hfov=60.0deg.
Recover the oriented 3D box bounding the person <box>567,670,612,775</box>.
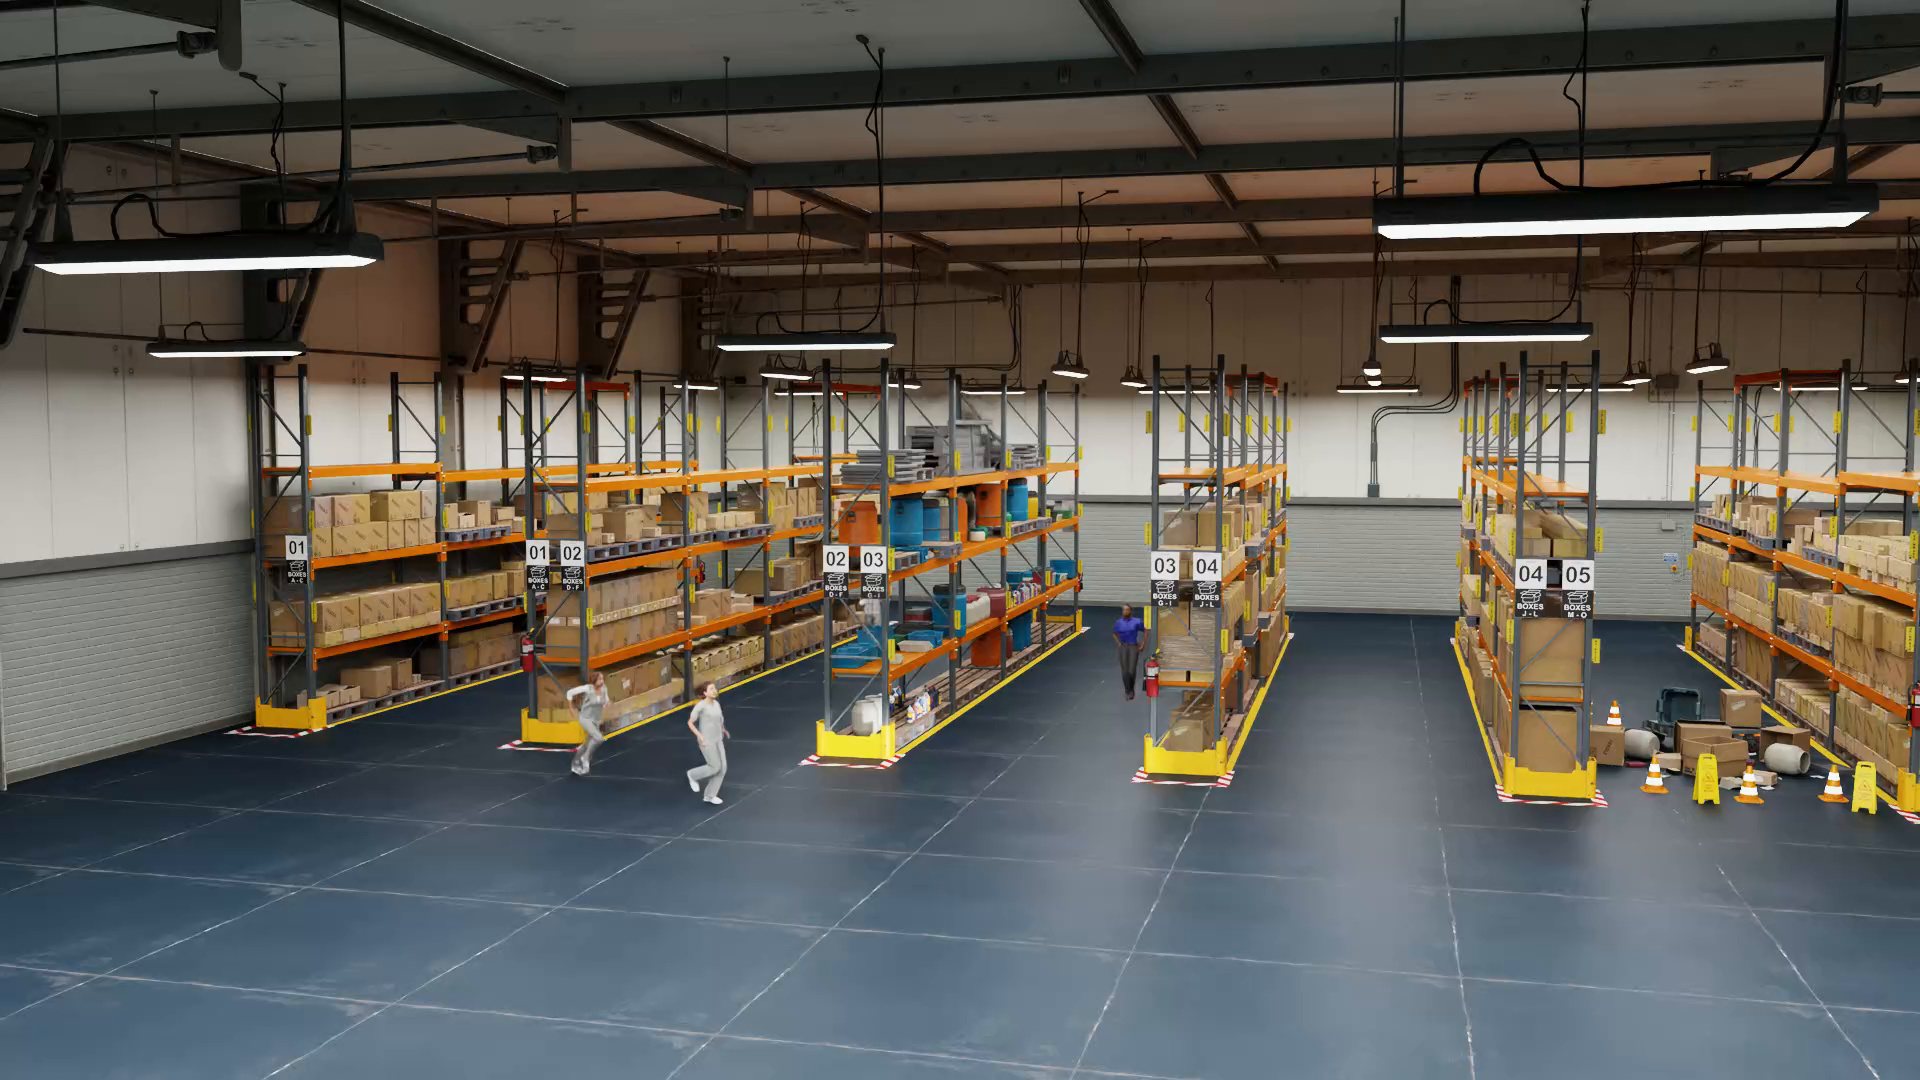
[{"bbox_3d":[-5.245,2.596,23.582,0.805,1.525,0.525,3,5,34],"label":"person"}]

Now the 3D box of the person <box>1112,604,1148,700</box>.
[{"bbox_3d":[2.915,1.938,28.702,0.590,1.661,0.572,1,4,17],"label":"person"}]

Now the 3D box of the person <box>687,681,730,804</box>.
[{"bbox_3d":[-3.343,2.677,22.072,0.570,1.623,0.570,3,5,36],"label":"person"}]

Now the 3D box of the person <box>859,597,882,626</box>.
[{"bbox_3d":[-1.750,1.570,33.631,0.592,1.790,0.666,0,4,5],"label":"person"}]
